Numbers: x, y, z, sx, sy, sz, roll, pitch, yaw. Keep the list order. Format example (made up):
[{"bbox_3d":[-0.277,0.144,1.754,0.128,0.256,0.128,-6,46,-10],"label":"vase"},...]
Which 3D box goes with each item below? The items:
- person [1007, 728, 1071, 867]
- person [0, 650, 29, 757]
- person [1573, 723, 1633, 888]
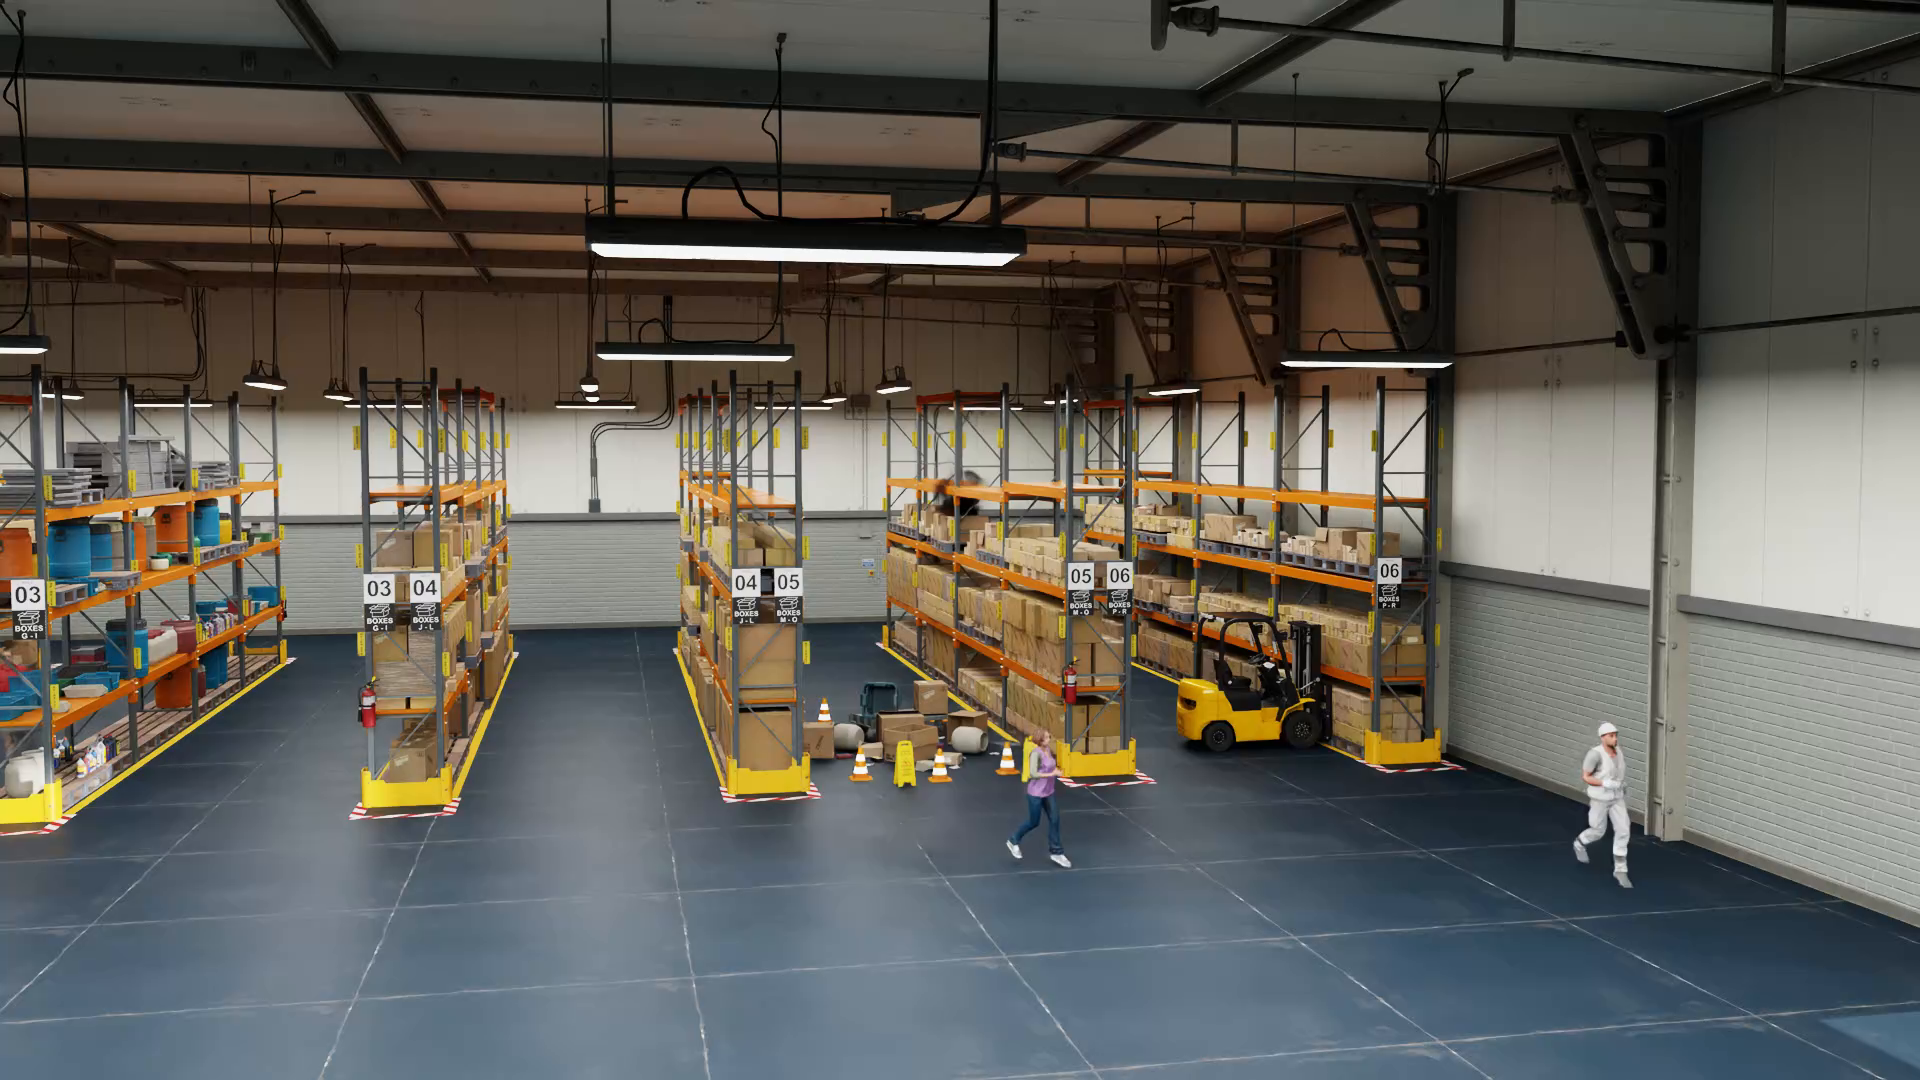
[{"bbox_3d":[0.930,3.013,19.605,0.830,1.610,0.575,2,4,31],"label":"person"},{"bbox_3d":[-15.020,2.590,26.254,0.651,1.688,0.607,-1,4,-15],"label":"person"},{"bbox_3d":[7.366,2.991,19.029,0.692,1.831,0.952,-1,4,-21],"label":"person"}]
